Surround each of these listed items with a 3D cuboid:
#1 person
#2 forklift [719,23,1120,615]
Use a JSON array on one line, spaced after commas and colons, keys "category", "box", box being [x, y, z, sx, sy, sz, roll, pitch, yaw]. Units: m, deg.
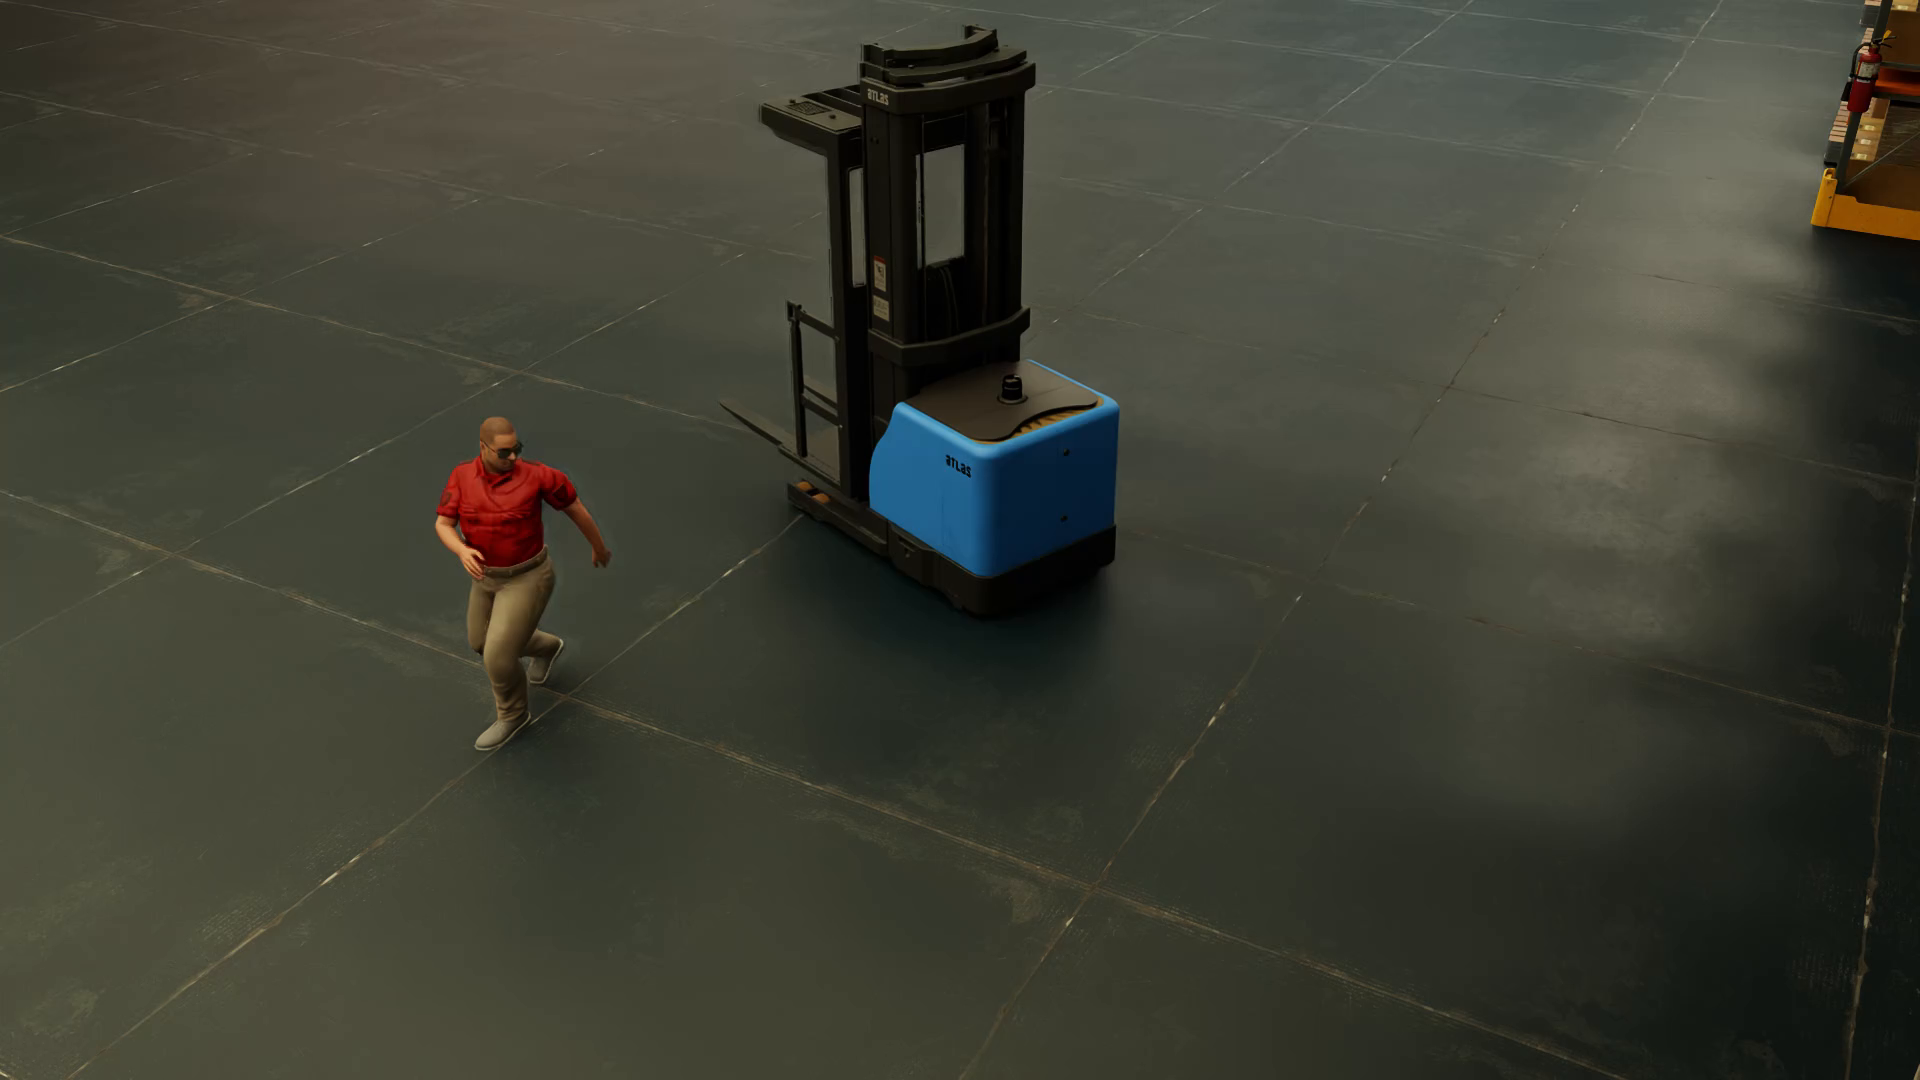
[{"category": "person", "box": [-2.175, 0.152, 8.119, 0.598, 1.649, 0.840, 15, 33, 25]}, {"category": "forklift", "box": [-0.414, -1.527, 9.716, 1.130, 2.935, 3.031, -22, 37, -33]}]
